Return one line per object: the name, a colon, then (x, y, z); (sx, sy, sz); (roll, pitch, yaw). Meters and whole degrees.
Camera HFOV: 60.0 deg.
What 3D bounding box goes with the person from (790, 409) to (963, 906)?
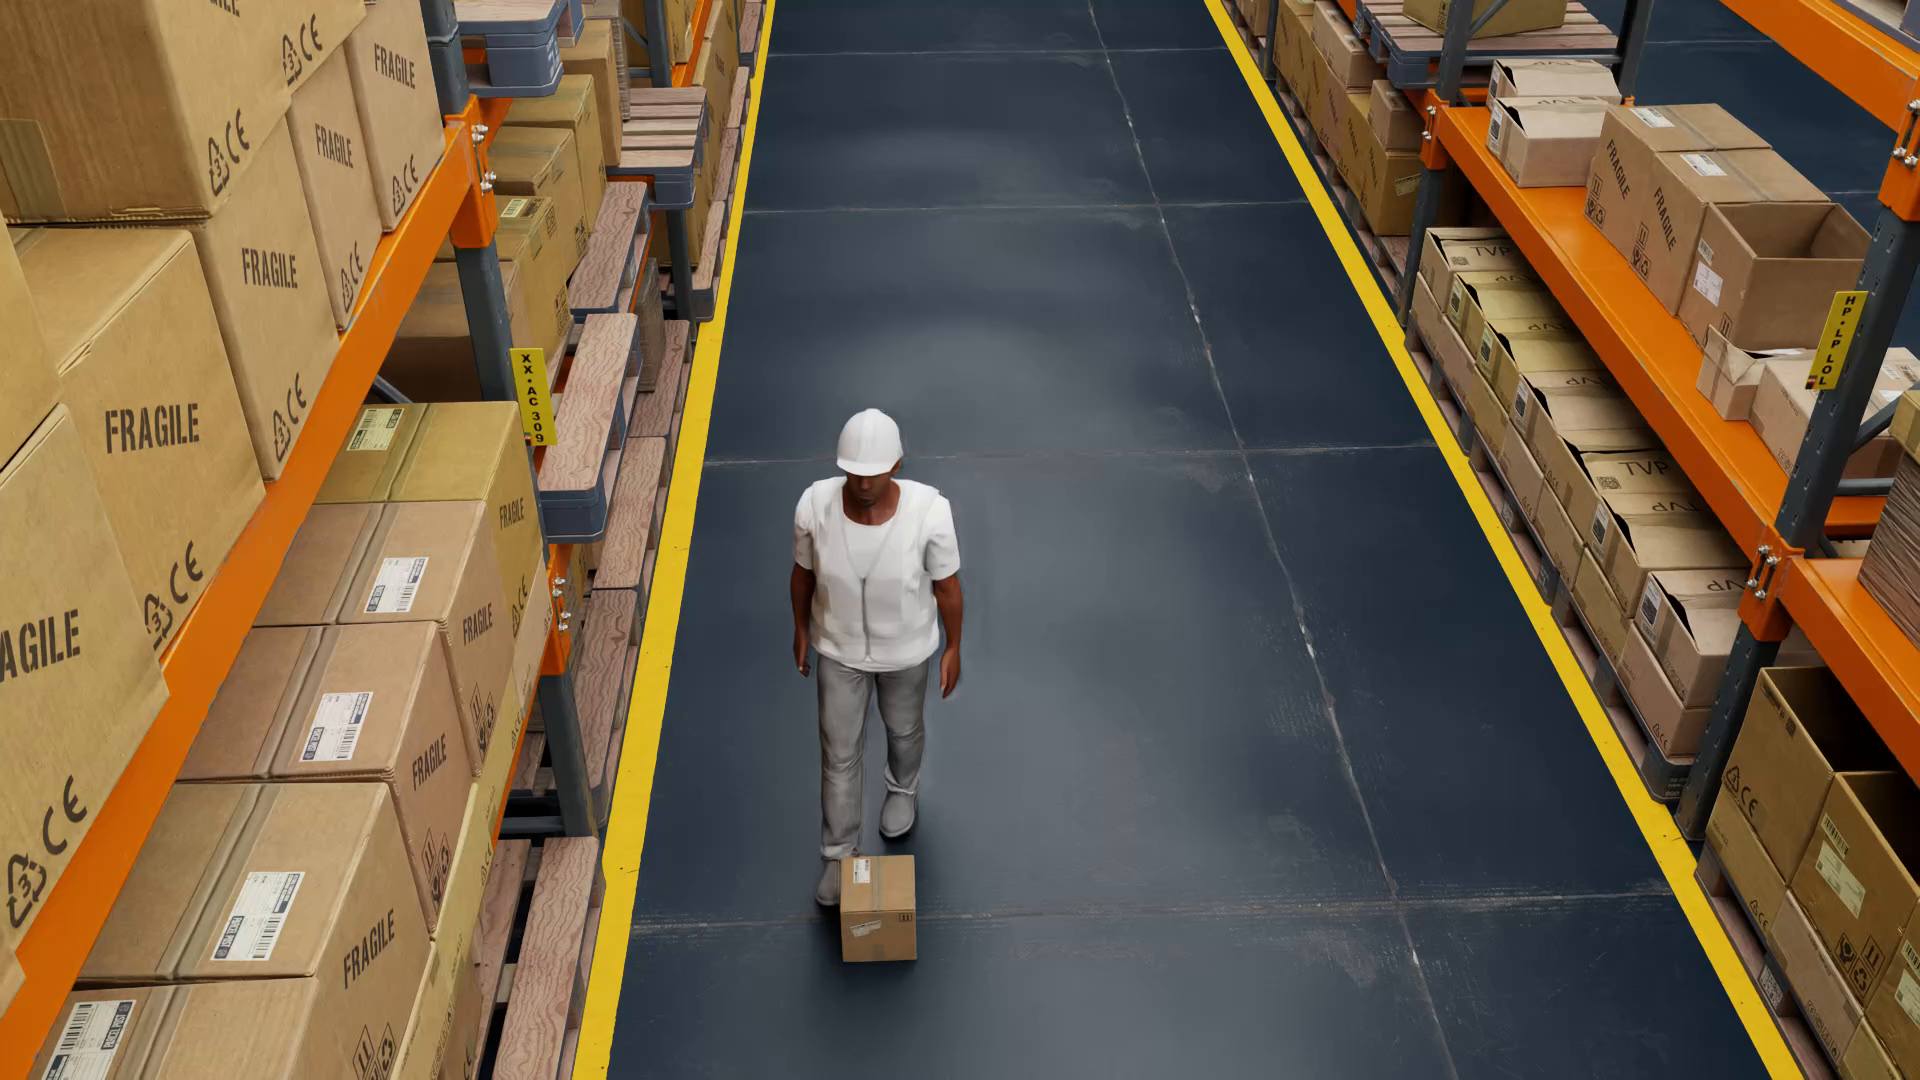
person: (-0.296, 0.412, 5.536); (0.590, 1.756, 0.741); (3, 35, 4)
